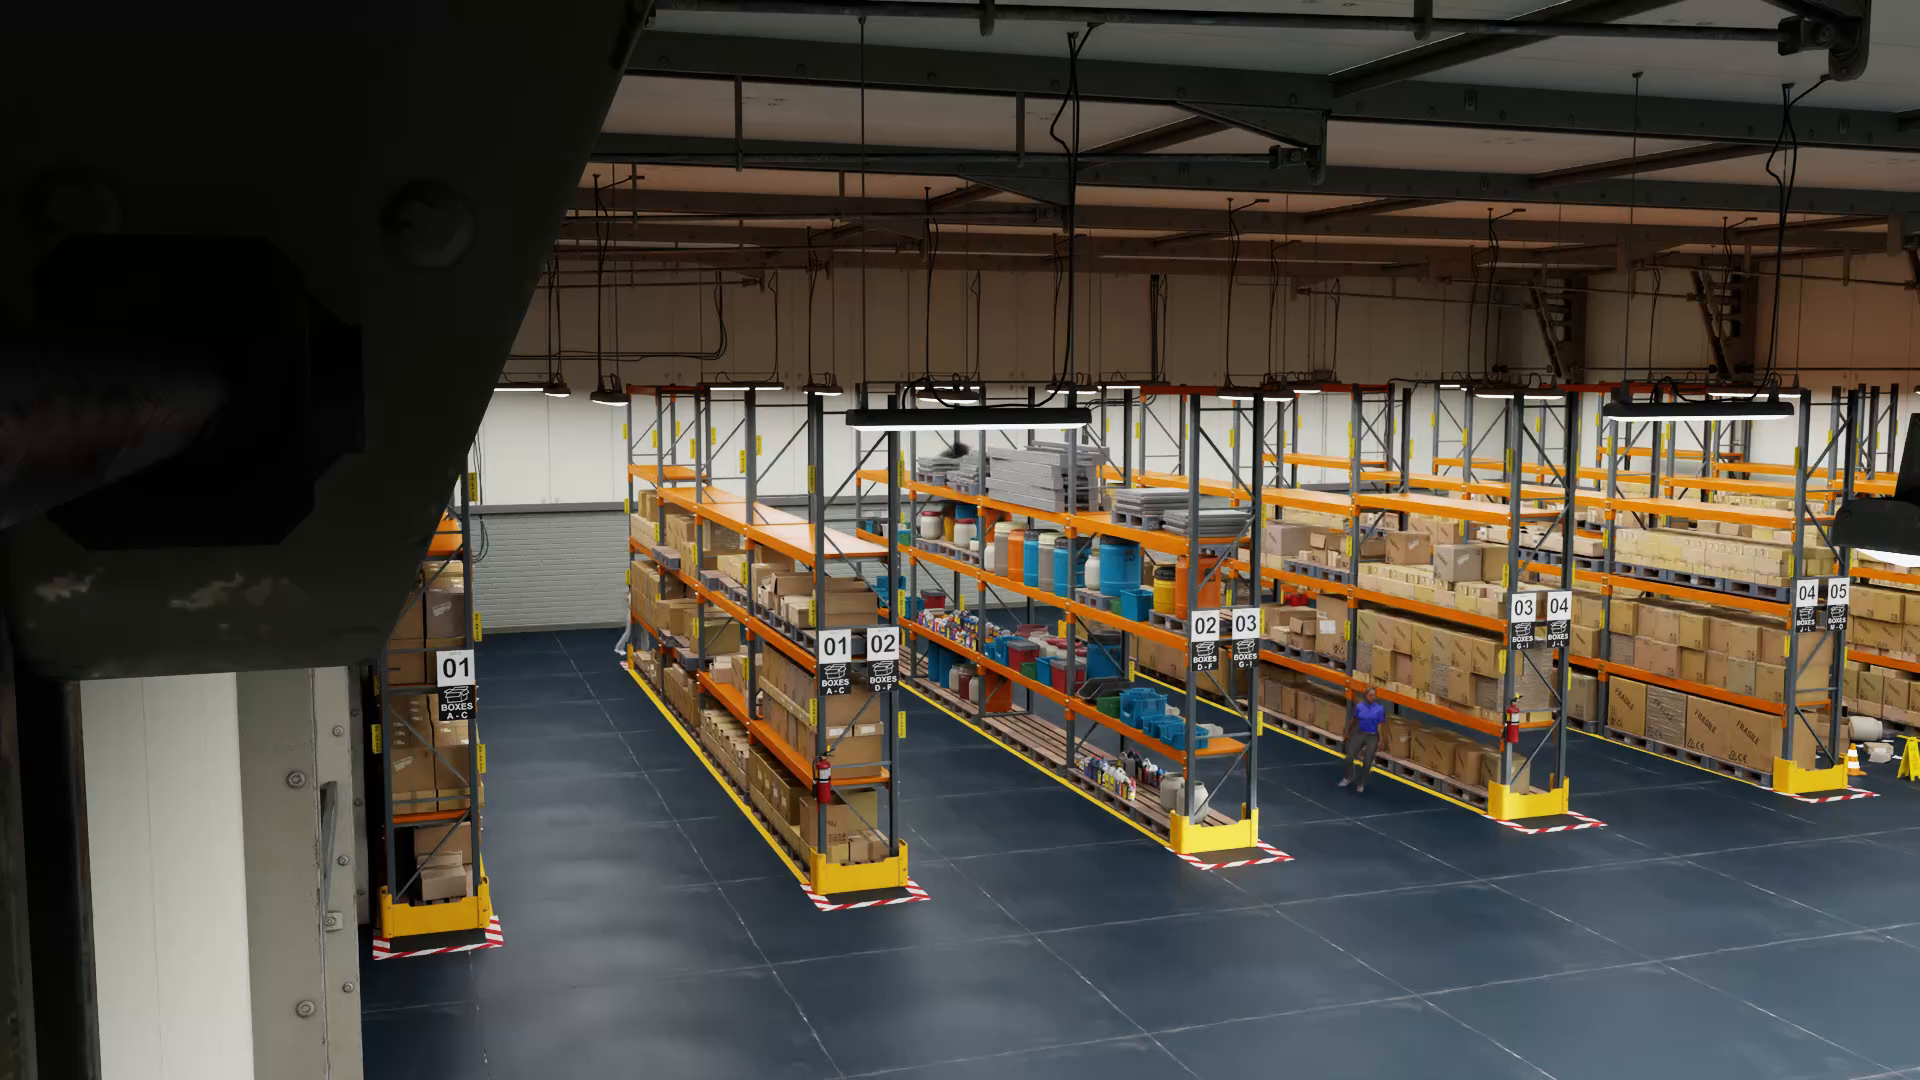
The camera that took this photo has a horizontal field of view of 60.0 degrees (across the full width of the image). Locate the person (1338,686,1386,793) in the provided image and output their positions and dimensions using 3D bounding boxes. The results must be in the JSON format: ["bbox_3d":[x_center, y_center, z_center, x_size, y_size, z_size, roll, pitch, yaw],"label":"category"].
[{"bbox_3d":[6.007,2.996,24.835,0.702,1.644,0.426,2,6,21],"label":"person"}]

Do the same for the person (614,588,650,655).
[{"bbox_3d":[-7.147,1.736,36.386,0.854,1.718,0.541,0,6,2],"label":"person"}]

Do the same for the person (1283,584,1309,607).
[{"bbox_3d":[7.325,1.780,36.229,0.631,1.651,0.722,-4,7,-32],"label":"person"}]
